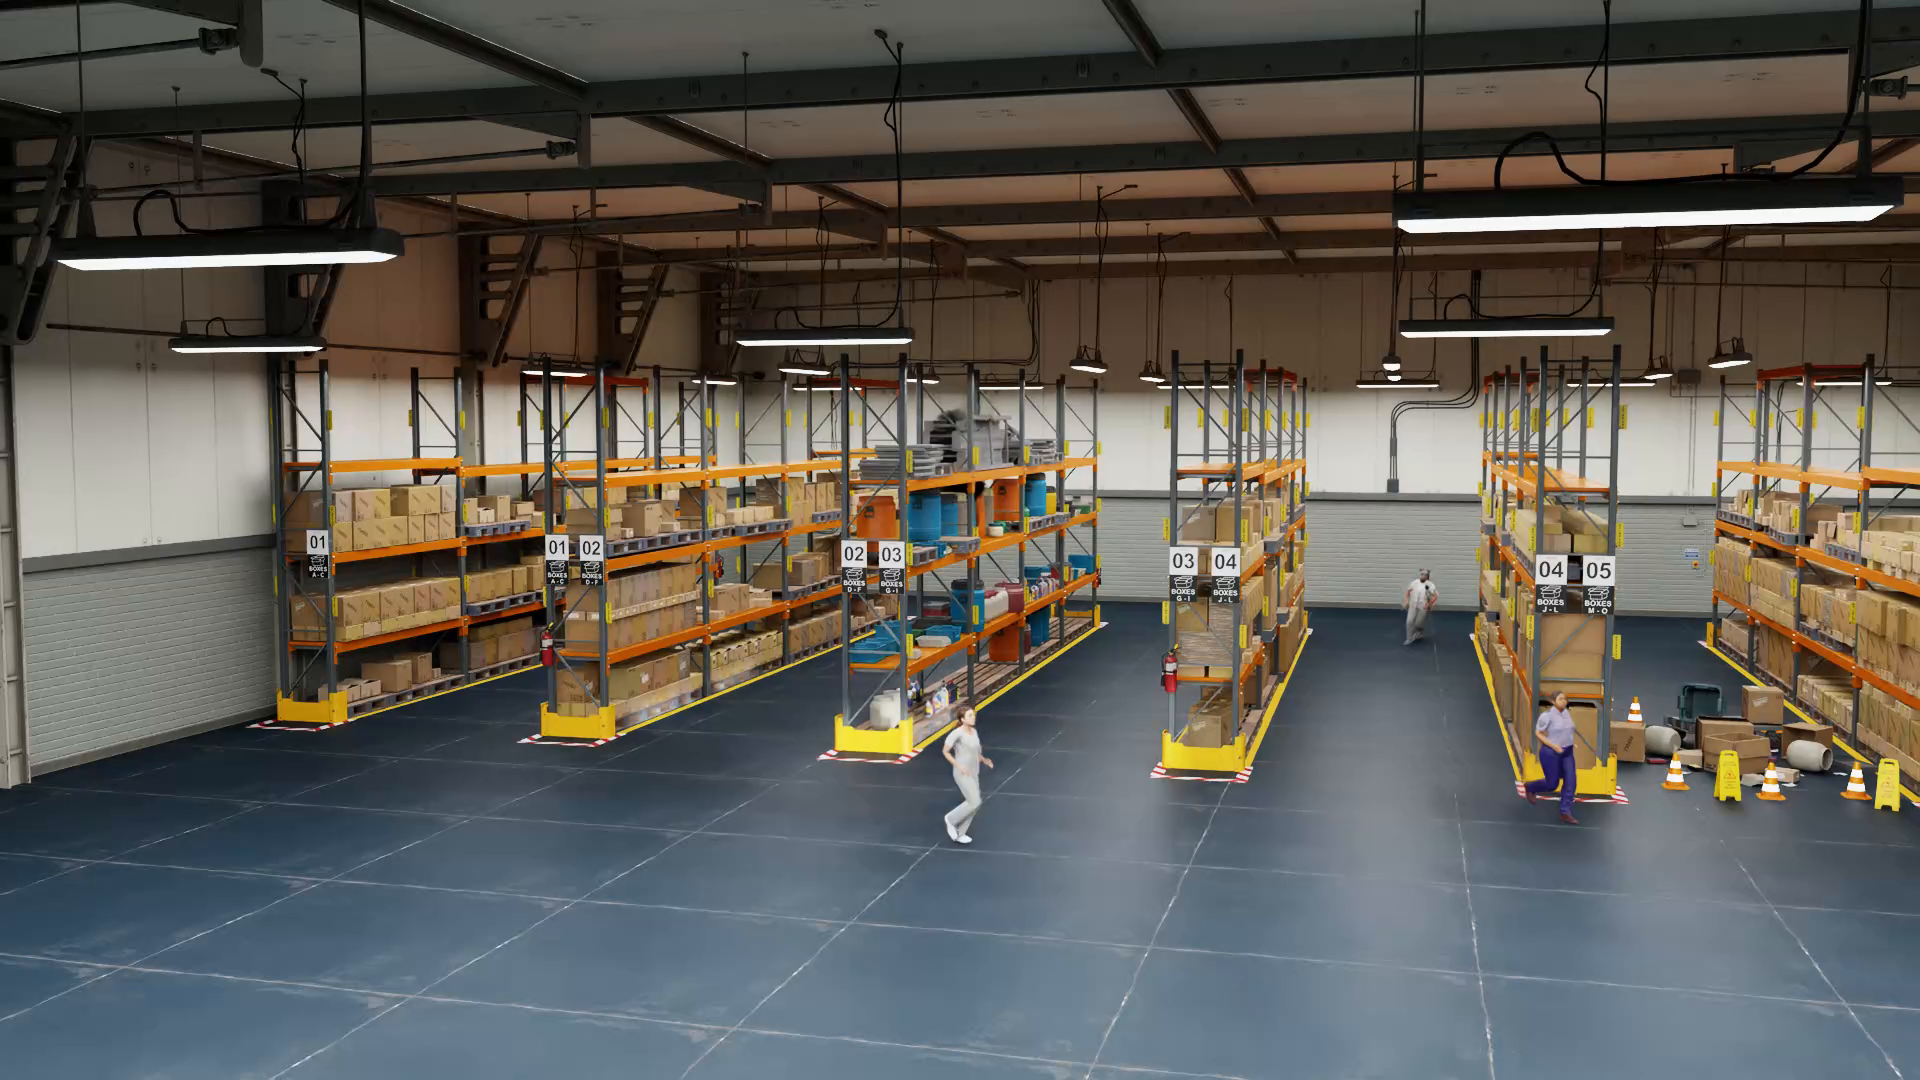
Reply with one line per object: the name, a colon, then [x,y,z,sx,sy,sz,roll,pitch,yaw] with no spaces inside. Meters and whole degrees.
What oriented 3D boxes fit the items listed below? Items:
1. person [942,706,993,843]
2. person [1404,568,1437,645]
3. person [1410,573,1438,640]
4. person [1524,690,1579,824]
person: [0.098,2.770,19.637,0.544,1.626,0.540,3,5,36]
person: [10.311,1.480,37.232,0.703,1.722,0.665,2,5,29]
person: [10.539,1.491,37.984,0.656,1.587,0.589,-4,6,-45]
person: [7.488,2.700,20.919,0.617,1.634,0.798,-2,5,-25]
